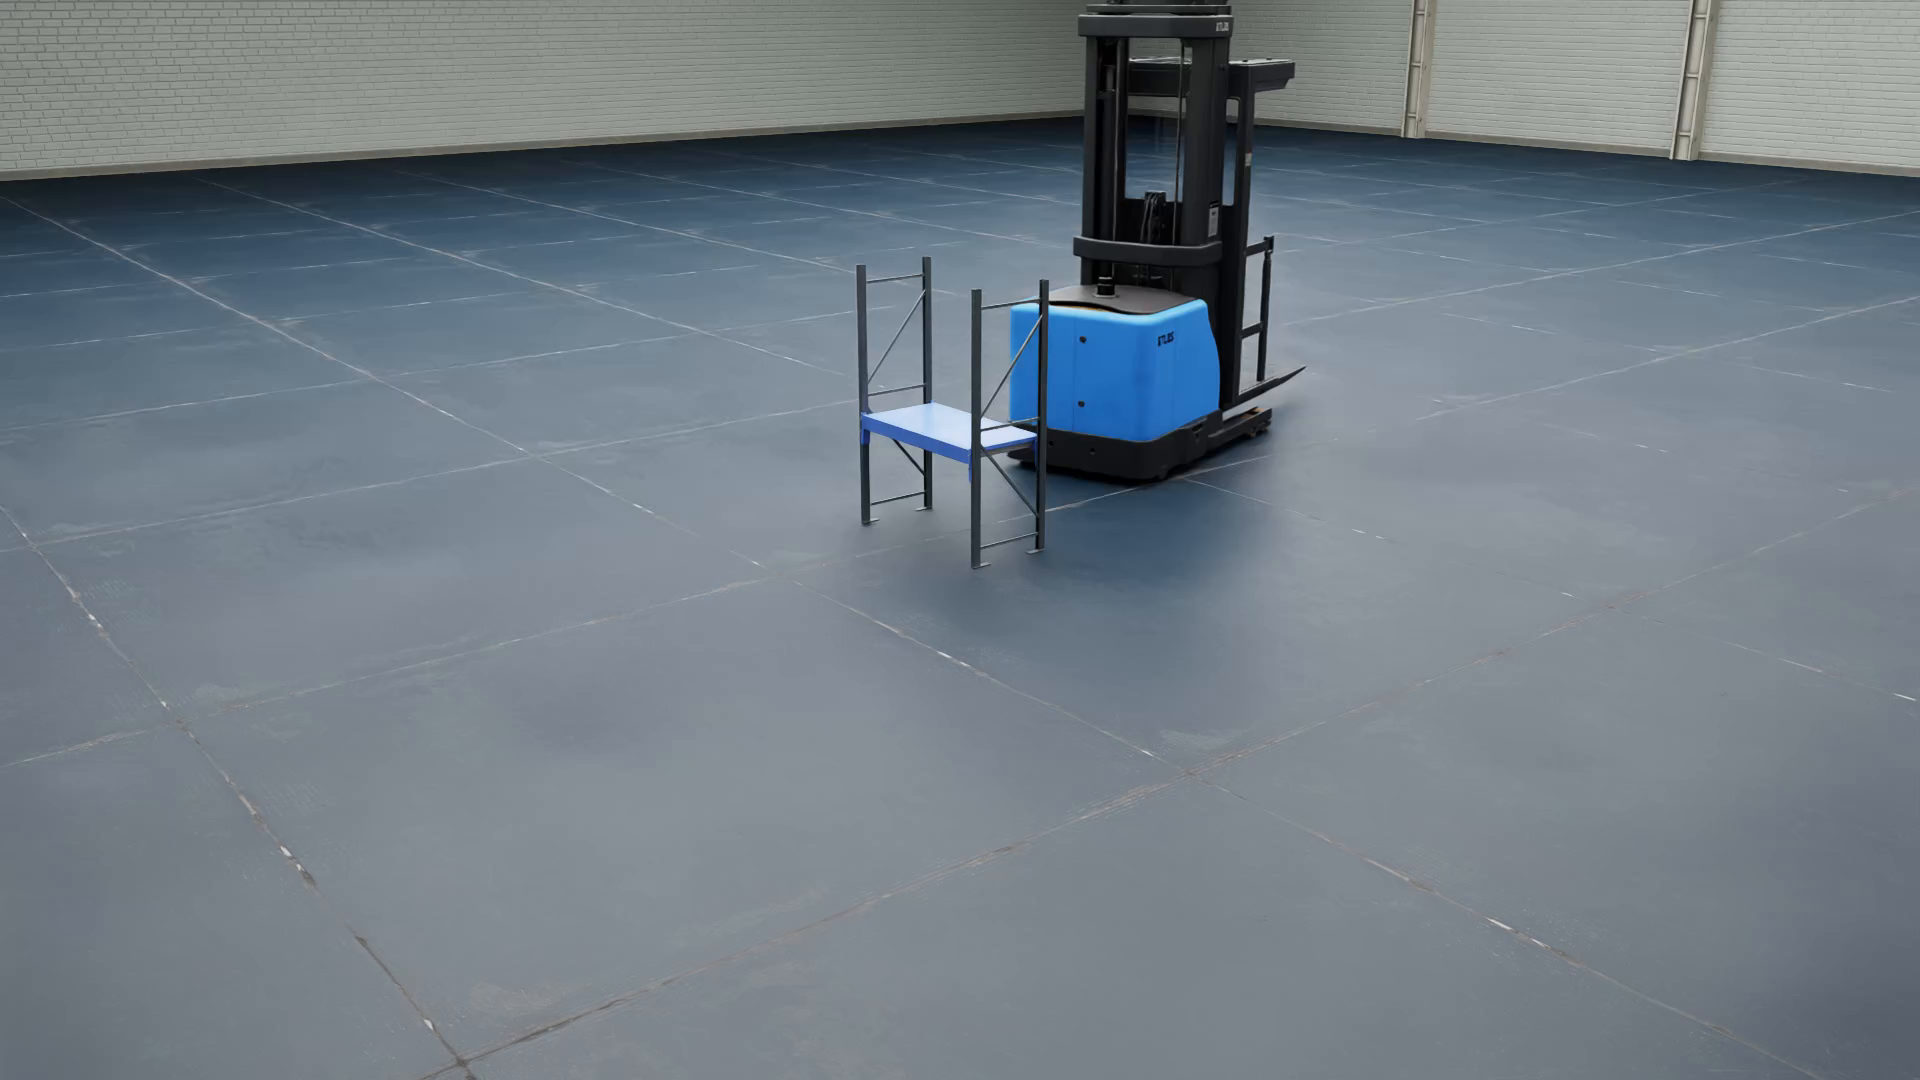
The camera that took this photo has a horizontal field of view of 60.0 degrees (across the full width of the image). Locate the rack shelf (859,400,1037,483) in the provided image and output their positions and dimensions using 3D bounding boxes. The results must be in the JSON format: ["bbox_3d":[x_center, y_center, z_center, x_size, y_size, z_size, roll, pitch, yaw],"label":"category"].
[{"bbox_3d":[-0.053,-0.562,9.247,0.538,0.185,1.000,-14,23,-36],"label":"rack shelf"}]

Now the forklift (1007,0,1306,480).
[{"bbox_3d":[1.531,-2.171,11.256,1.130,2.935,3.031,12,22,31],"label":"forklift"}]

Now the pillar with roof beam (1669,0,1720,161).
[{"bbox_3d":[9.834,-10.378,26.388,9.100,9.000,0.400,-14,23,-36],"label":"pillar with roof beam"}]

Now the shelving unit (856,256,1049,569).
[{"bbox_3d":[-0.053,-0.733,9.190,0.538,1.500,1.048,-14,23,-36],"label":"shelving unit"}]

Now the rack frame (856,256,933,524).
[{"bbox_3d":[-0.369,-0.858,9.568,0.500,1.500,0.032,-14,23,-36],"label":"rack frame"}]

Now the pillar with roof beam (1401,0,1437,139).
[{"bbox_3d":[6.108,-11.856,30.853,9.100,9.000,0.400,-14,23,-36],"label":"pillar with roof beam"}]

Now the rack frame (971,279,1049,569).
[{"bbox_3d":[0.263,-0.608,8.812,0.500,1.500,0.032,-14,23,-36],"label":"rack frame"}]
